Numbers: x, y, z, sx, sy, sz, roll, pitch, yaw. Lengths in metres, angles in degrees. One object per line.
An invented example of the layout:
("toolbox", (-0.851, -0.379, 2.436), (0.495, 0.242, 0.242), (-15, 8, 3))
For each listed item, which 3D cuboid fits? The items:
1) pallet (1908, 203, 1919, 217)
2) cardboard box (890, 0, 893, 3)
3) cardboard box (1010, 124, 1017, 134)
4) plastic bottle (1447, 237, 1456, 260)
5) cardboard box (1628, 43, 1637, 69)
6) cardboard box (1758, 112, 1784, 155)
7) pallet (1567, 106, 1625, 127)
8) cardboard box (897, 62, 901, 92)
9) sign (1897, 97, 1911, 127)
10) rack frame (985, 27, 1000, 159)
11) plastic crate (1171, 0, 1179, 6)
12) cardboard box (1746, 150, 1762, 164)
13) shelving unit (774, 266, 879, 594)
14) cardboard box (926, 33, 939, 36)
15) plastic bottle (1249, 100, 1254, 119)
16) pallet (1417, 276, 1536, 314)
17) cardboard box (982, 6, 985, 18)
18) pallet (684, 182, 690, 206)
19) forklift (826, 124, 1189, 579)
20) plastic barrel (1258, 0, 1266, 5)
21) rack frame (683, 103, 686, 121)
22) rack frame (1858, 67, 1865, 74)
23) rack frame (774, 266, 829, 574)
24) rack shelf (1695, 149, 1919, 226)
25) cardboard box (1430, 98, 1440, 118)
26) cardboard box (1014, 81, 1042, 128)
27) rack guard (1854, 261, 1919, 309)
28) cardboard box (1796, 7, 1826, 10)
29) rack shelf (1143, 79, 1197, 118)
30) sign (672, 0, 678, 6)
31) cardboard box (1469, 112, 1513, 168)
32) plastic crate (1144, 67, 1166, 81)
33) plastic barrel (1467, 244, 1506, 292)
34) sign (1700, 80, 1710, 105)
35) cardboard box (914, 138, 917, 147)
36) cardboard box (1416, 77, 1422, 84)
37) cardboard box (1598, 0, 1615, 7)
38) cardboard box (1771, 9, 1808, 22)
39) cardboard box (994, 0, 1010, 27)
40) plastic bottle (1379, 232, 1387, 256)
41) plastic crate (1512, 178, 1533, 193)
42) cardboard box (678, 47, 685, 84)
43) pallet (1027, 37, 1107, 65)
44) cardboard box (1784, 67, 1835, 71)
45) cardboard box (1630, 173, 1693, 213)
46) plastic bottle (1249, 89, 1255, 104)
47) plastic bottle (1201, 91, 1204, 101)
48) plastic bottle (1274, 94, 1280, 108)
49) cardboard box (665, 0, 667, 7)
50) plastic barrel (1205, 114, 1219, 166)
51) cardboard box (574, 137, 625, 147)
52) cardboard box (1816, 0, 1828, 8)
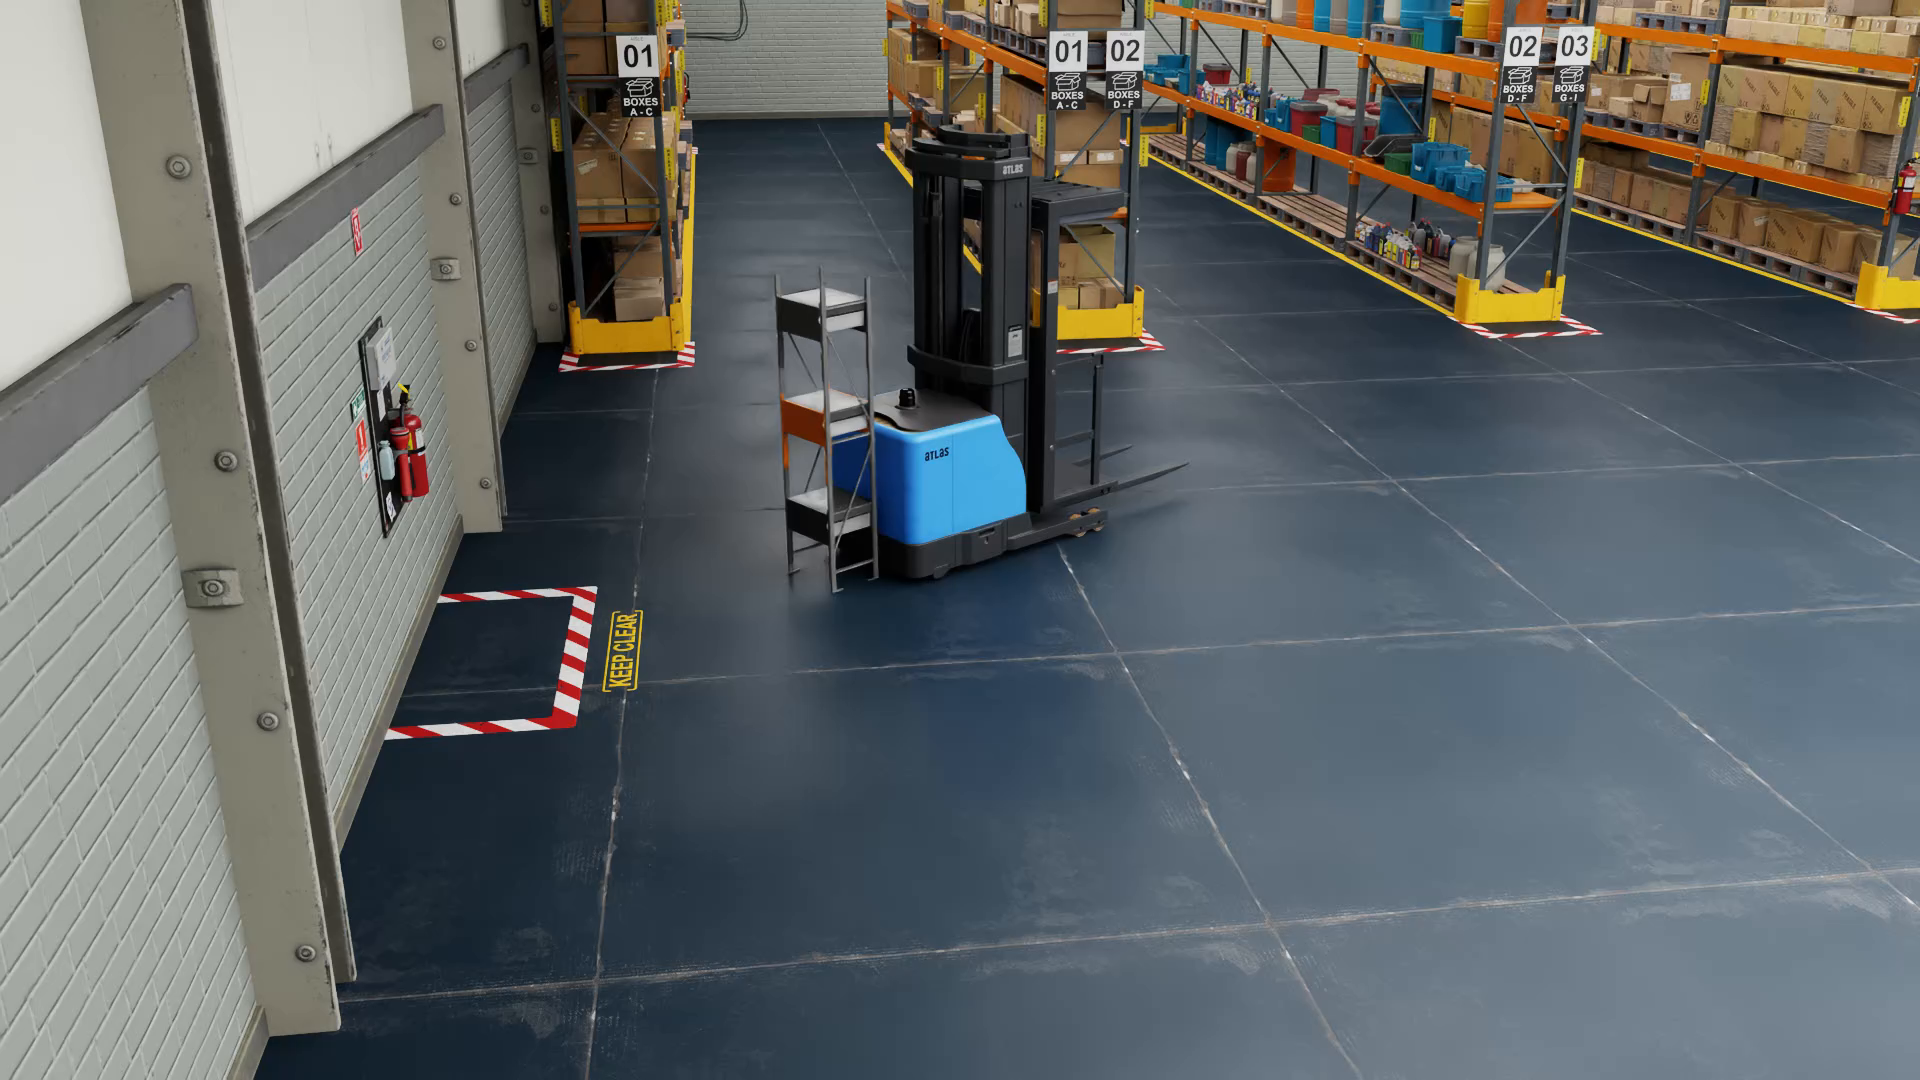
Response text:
("pallet", (15.180, -5.139, 25.674), (1.003, 0.211, 1.213), (-3, 21, -8))
("cardboard box", (-1.029, -10.170, 31.087), (0.500, 0.250, 0.500), (-3, 21, -8))
("cardboard box", (0.815, -4.939, 20.084), (0.380, 0.149, 0.250), (-4, 21, -10))
("plastic bottle", (6.252, -3.704, 21.116), (0.097, 0.271, 0.097), (0, 20, 0))
("cardboard box", (13.709, -9.746, 33.456), (0.500, 0.500, 0.500), (-3, 21, -8))
("cardboard box", (10.835, -5.228, 21.358), (0.875, 0.500, 0.500), (-3, 21, -8))
("pallet", (10.254, -6.597, 25.867), (1.213, 0.211, 1.003), (-3, 21, -8))
("cardboard box", (-0.888, -8.554, 30.690), (0.500, 0.500, 0.500), (-3, 21, -7))
("sign", (10.647, -4.828, 18.749), (0.100, 0.325, 0.005), (-3, 21, -8))
("rack frame", (0.819, -5.045, 21.437), (1.000, 3.000, 0.127), (-3, 21, -8))
("plastic crate", (4.008, -9.766, 30.168), (0.293, 0.136, 0.466), (-3, 21, -8))
("cardboard box", (10.483, -4.989, 21.646), (0.380, 0.149, 0.250), (-3, 21, -8))
("shelving unit", (-0.888, -0.732, 11.168), (0.431, 2.100, 0.503), (-18, 27, -38))
("cardboard box", (-0.347, -9.043, 30.569), (0.500, 0.500, 0.500), (-2, 21, -6))
("plastic bottle", (4.631, -6.822, 26.362), (0.061, 0.283, 0.133), (-3, 21, -8))
("pallet", (6.129, -2.908, 19.700), (1.003, 0.211, 1.213), (-3, 21, -8))
("cardboard box", (0.604, -7.242, 22.646), (0.500, 0.250, 0.500), (-5, 21, -12))
("pallet", (-4.870, -5.571, 26.830), (1.003, 0.211, 1.213), (-3, 21, -8))
("forklift", (0.470, -1.518, 12.093), (3.031, 2.935, 1.130), (-17, 27, -38))
("plastic barrel", (4.845, -8.580, 26.211), (0.301, 0.262, 0.301), (0, 20, 0))
("rack frame", (-5.812, -8.949, 31.889), (1.000, 3.000, 0.127), (-3, 21, -8))
("rack frame", (14.969, -7.144, 27.056), (1.000, 3.000, 0.127), (-3, 21, -8))
("rack frame", (-1.050, -0.796, 11.339), (0.400, 2.100, 0.015), (-18, 27, -38))
("rack shelf", (10.911, -4.514, 21.043), (1.077, 0.370, 4.000), (-3, 21, -8))
("cardboard box", (9.324, -8.059, 31.943), (0.875, 0.875, 0.875), (-3, 21, -8))
("cardboard box", (1.035, -5.198, 19.850), (0.700, 0.500, 0.500), (-3, 21, -8))
("rack guard", (11.188, -3.014, 19.571), (1.175, 0.500, 0.348), (-3, 21, -8))
("cardboard box", (11.025, -6.788, 21.460), (0.380, 0.149, 0.250), (-4, 21, -10))
("rack shelf", (4.280, -8.419, 31.499), (1.077, 0.370, 4.000), (-3, 21, -8))
("sign", (-4.122, -7.853, 23.929), (0.100, 0.325, 0.005), (-3, 21, -8))
("cardboard box", (9.711, -6.985, 29.067), (1.225, 0.875, 0.875), (-4, 21, -10))
("plastic crate", (3.796, -9.068, 32.362), (0.416, 0.233, 0.300), (-3, 21, -8))
("plastic barrel", (6.128, -3.164, 19.356), (0.421, 0.512, 0.421), (0, 20, 0))
("sign", (10.074, -6.057, 22.491), (0.100, 0.325, 0.005), (-3, 21, -8))
("cardboard box", (-0.505, -6.670, 28.732), (0.500, 0.500, 0.500), (-4, 21, -10))
("cardboard box", (8.916, -8.730, 31.661), (0.380, 0.149, 0.250), (-3, 21, -9))
("cardboard box", (9.929, -8.263, 24.909), (0.500, 0.500, 0.500), (-3, 21, -7))
("cardboard box", (10.567, -6.670, 21.146), (0.380, 0.149, 0.250), (-2, 21, -6))
("cardboard box", (0.709, -6.296, 19.827), (0.500, 0.311, 0.500), (-4, 21, -11))
("plastic bottle", (5.437, -3.802, 21.363), (0.061, 0.283, 0.133), (-2, 21, -5))
("plastic crate", (6.487, -4.111, 19.314), (0.298, 0.136, 0.250), (-3, 21, -8))
("cardboard box", (-5.729, -8.913, 31.365), (0.980, 0.700, 0.700), (-2, 21, -5))
("pallet", (1.320, -5.270, 17.879), (1.003, 0.211, 1.213), (-3, 21, -8))
("cardboard box", (11.033, -5.883, 21.684), (0.500, 0.500, 0.500), (-3, 21, -8))
("cardboard box", (10.424, -5.152, 24.667), (0.700, 0.500, 0.500), (-5, 21, -12))
("plastic bottle", (4.969, -7.523, 28.254), (0.097, 0.271, 0.097), (0, 20, 0))
("plastic bottle", (4.253, -7.737, 28.928), (0.097, 0.201, 0.097), (0, 20, 0))
("plastic bottle", (5.246, -7.226, 27.460), (0.097, 0.271, 0.097), (0, 20, 0))
("cardboard box", (-3.652, -6.374, 19.107), (0.500, 0.500, 0.500), (-2, 21, -5))
("plastic barrel", (4.630, -7.088, 29.306), (0.600, 0.901, 0.708), (-3, 21, -8))
("cardboard box", (-3.847, -4.027, 17.824), (0.500, 0.500, 0.500), (-3, 21, -7))
("cardboard box", (14.550, -8.953, 27.470), (0.500, 0.500, 0.500), (-3, 21, -8))
